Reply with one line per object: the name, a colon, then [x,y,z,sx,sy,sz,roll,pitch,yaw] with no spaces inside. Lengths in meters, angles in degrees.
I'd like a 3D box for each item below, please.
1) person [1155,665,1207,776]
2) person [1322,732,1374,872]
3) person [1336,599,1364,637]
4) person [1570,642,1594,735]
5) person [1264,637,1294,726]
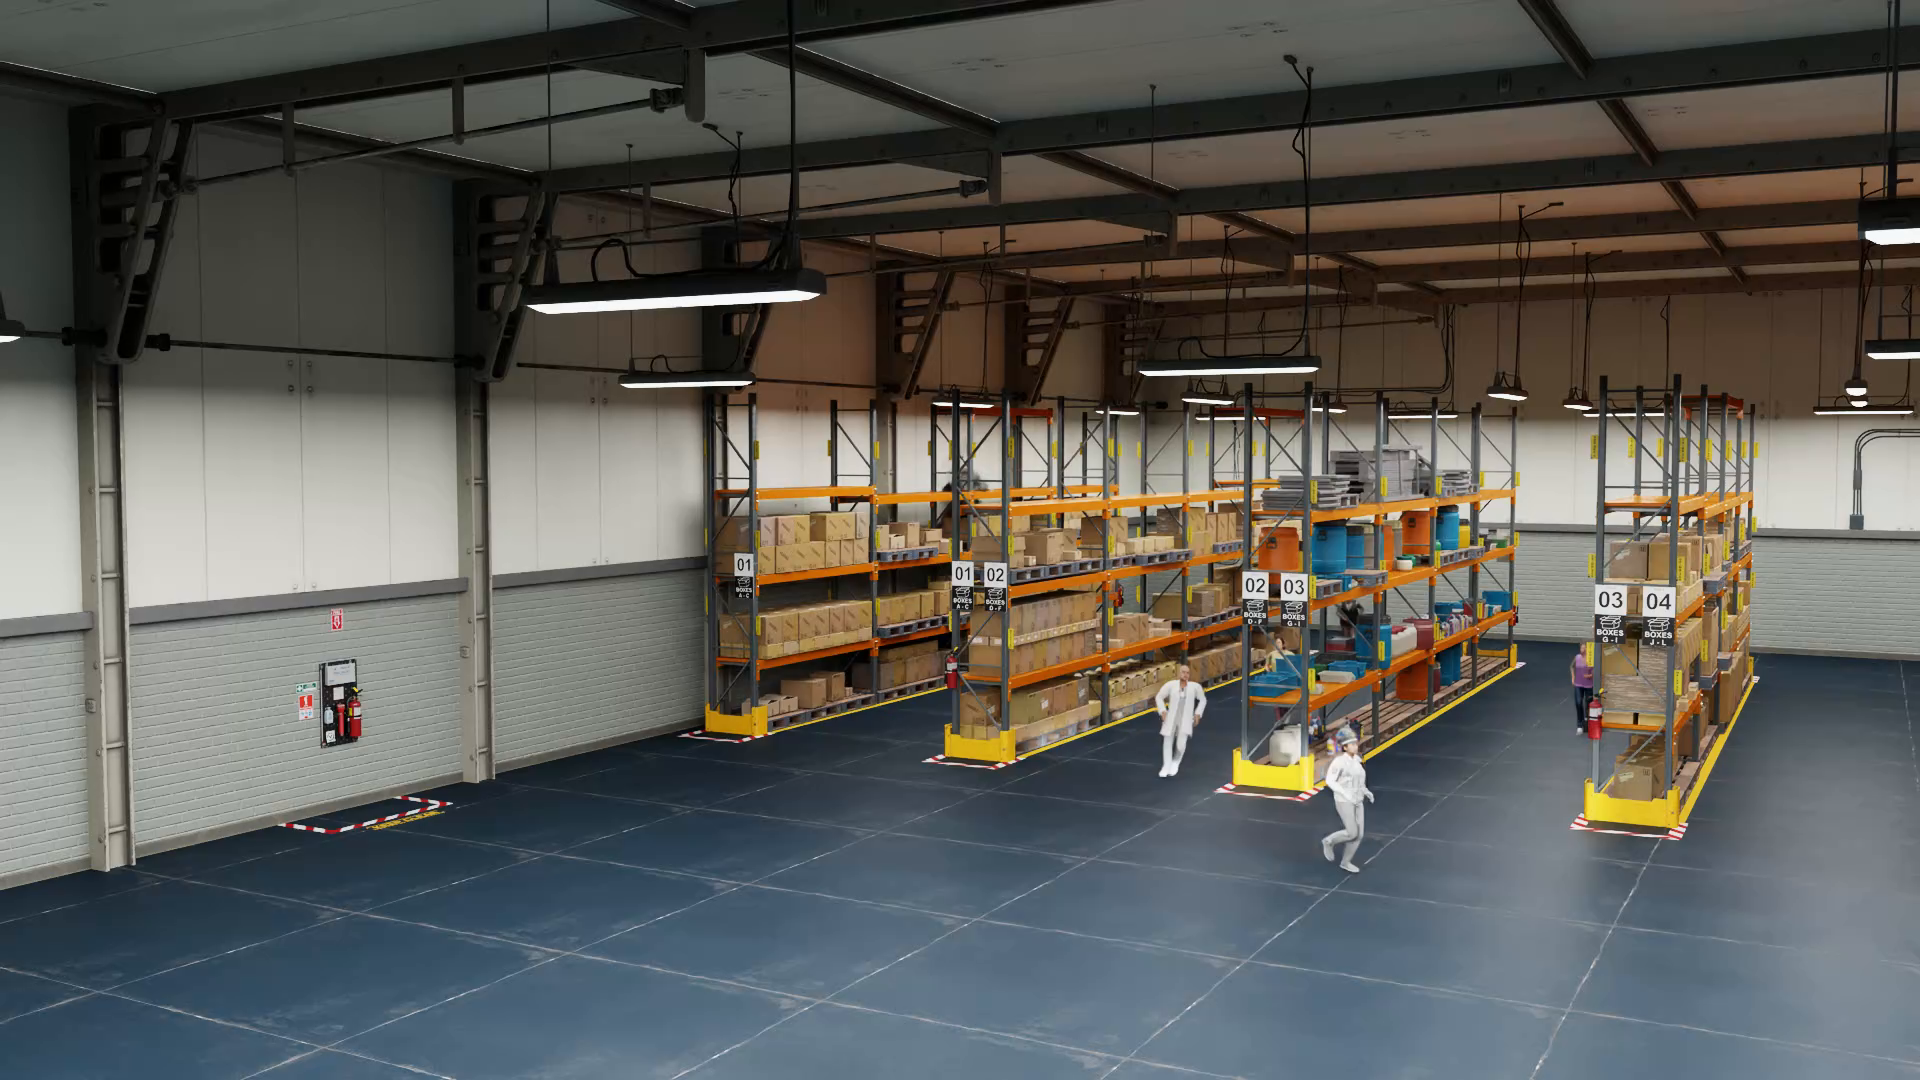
person: [3.358,2.767,25.361,0.773,1.714,0.568,1,3,11]
person: [4.613,3.103,19.819,0.605,1.653,0.540,-2,4,-37]
person: [9.208,2.036,39.323,0.614,1.729,0.709,1,3,21]
person: [11.041,2.609,29.404,0.538,1.606,0.760,2,4,31]
person: [5.774,2.558,30.014,0.606,1.630,0.544,2,4,30]
